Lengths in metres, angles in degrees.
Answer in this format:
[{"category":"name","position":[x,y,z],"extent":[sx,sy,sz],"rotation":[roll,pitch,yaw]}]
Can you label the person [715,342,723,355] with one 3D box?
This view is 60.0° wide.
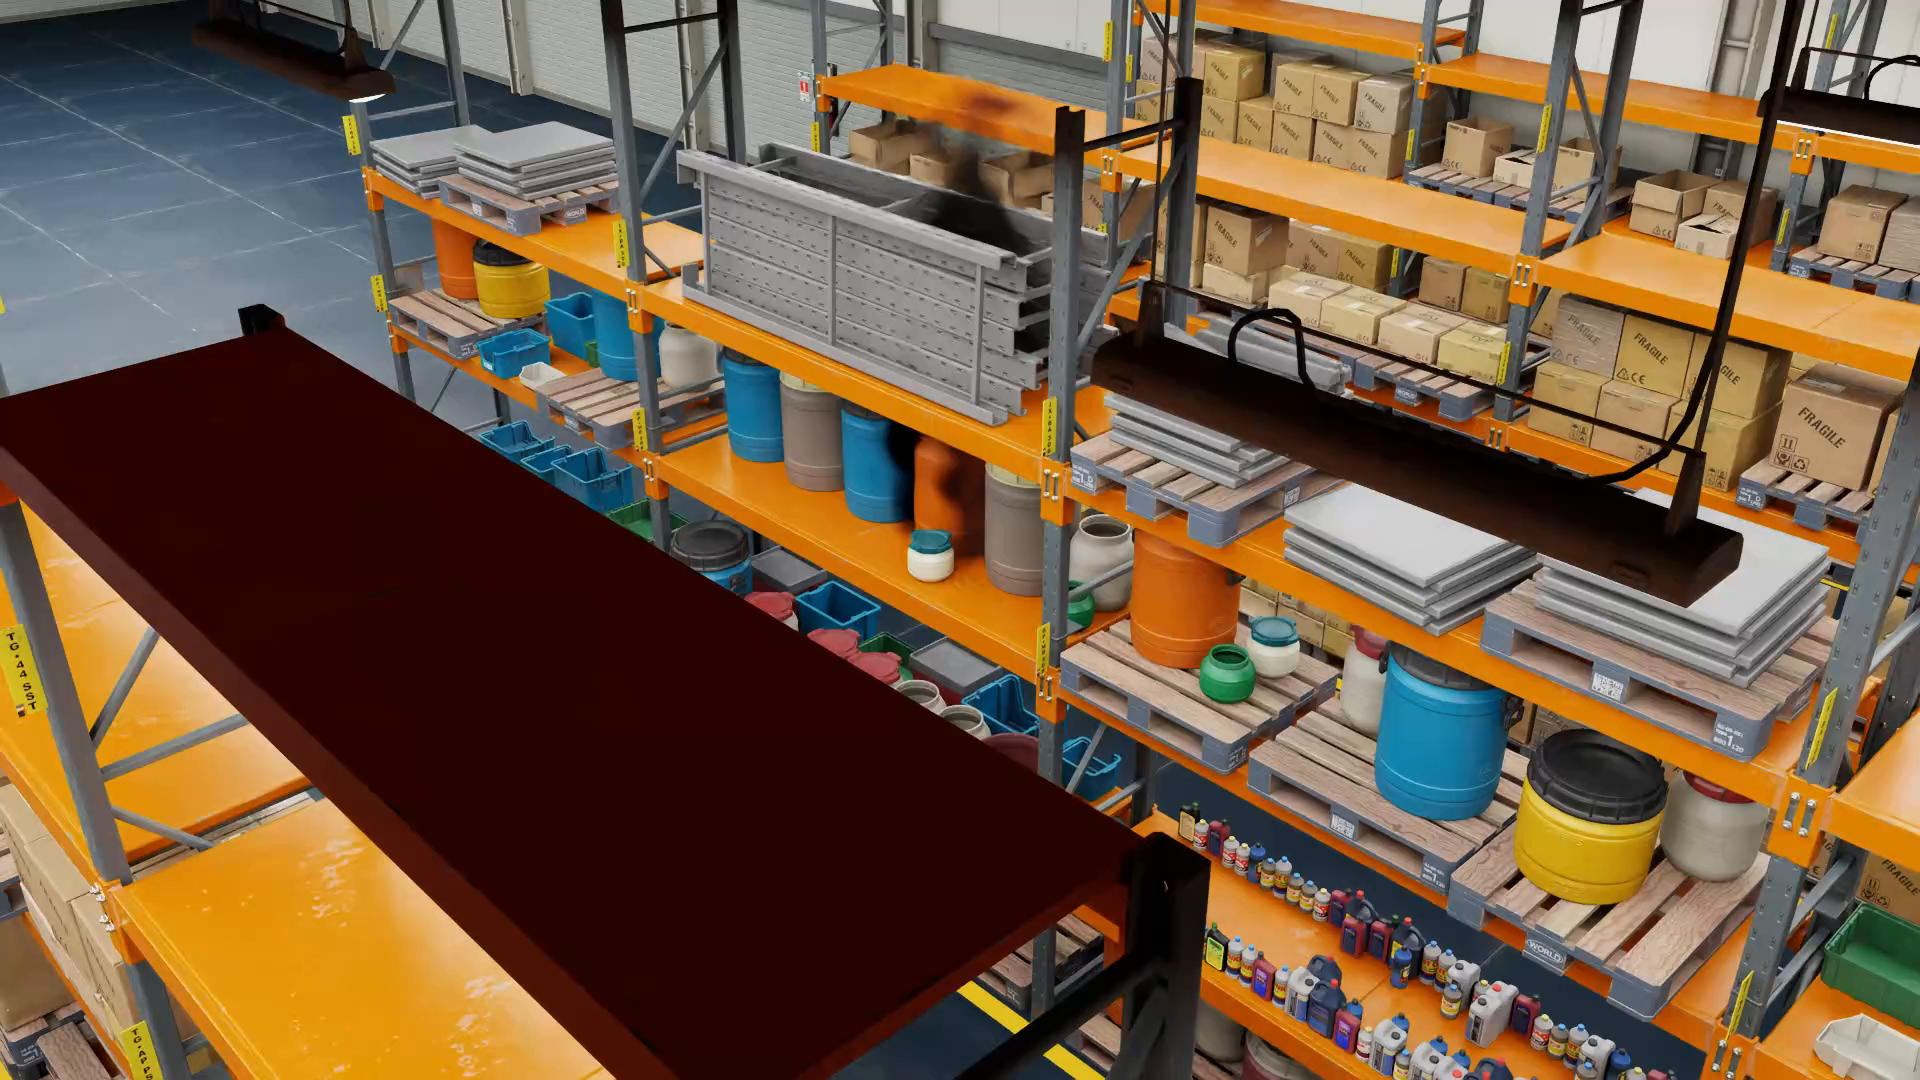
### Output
[{"category":"person","position":[-2.679,-2.465,19.647],"extent":[0.981,1.775,0.694],"rotation":[-5,29,-9]}]
